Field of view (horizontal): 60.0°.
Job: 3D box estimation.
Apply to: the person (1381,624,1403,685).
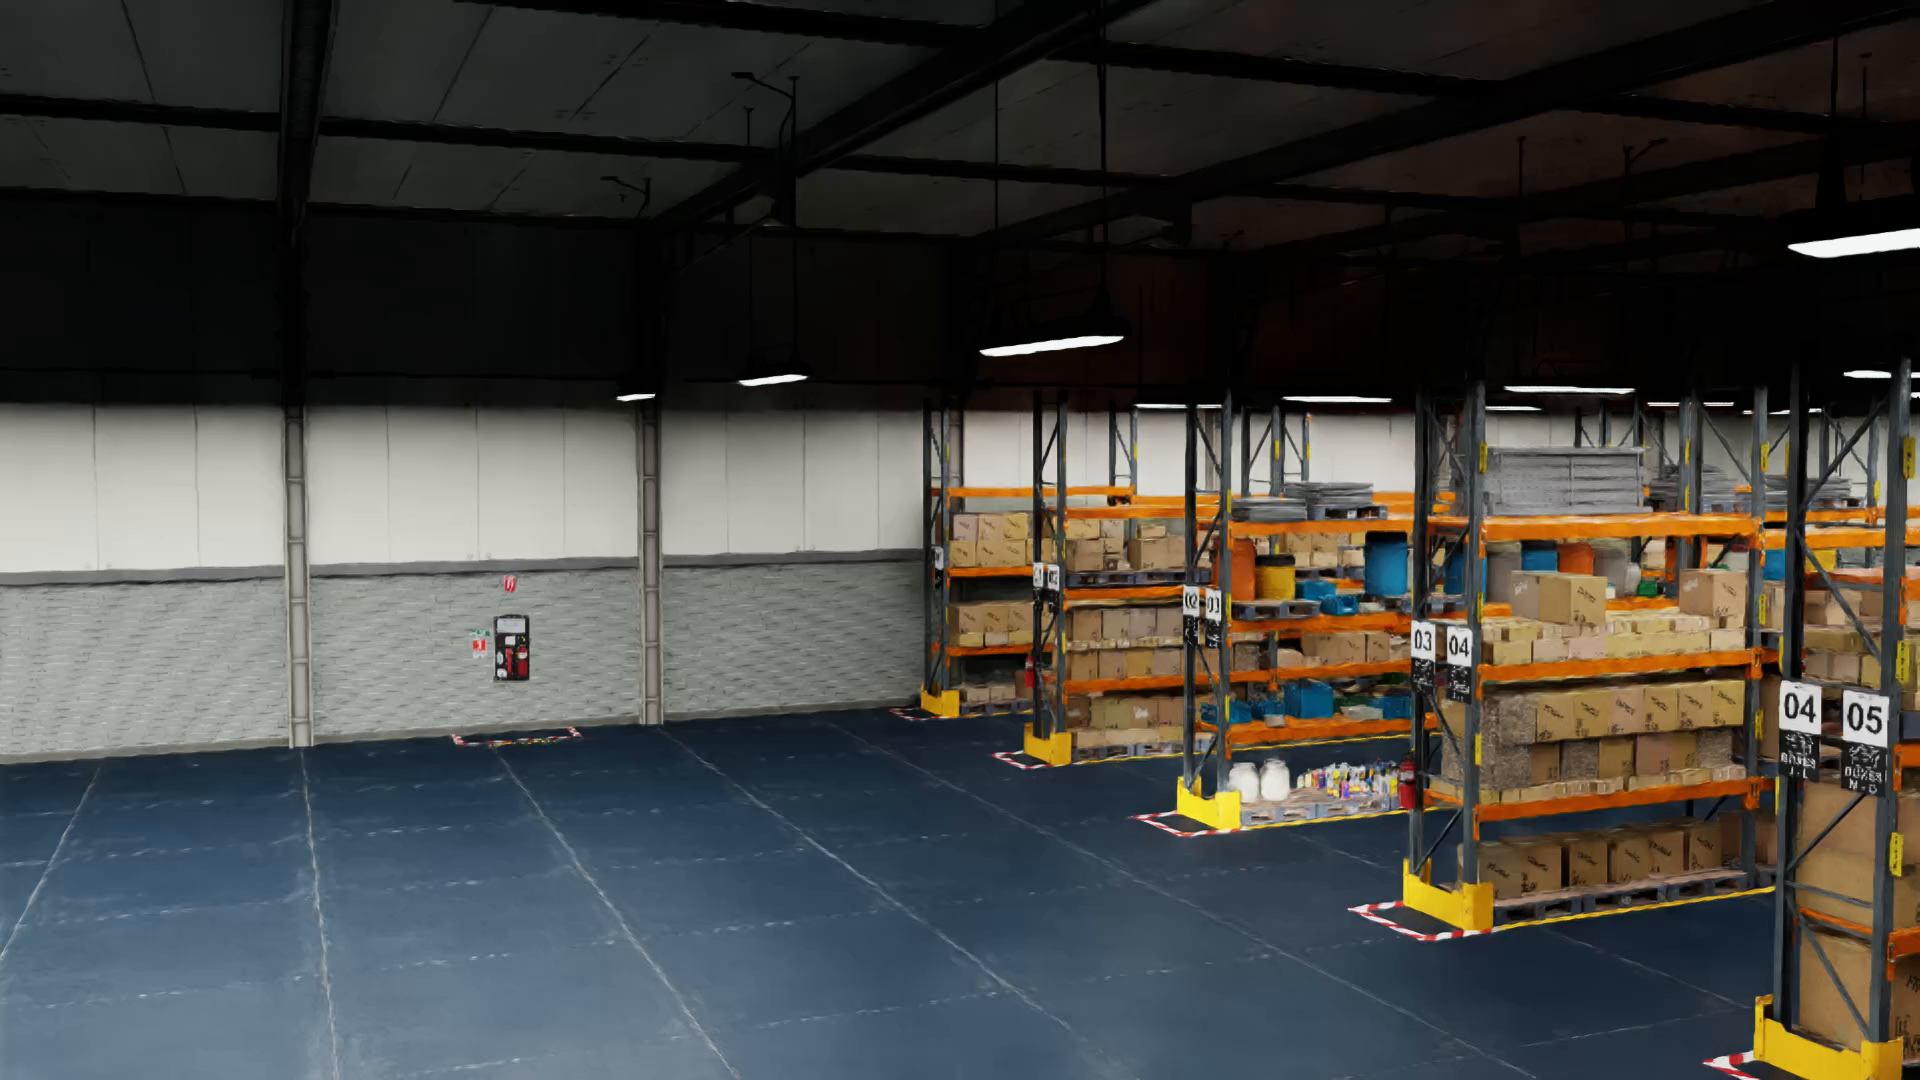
[{"bbox_3d":[8.330,2.416,32.053,0.552,1.742,0.677,-2,4,-24],"label":"person"}]
